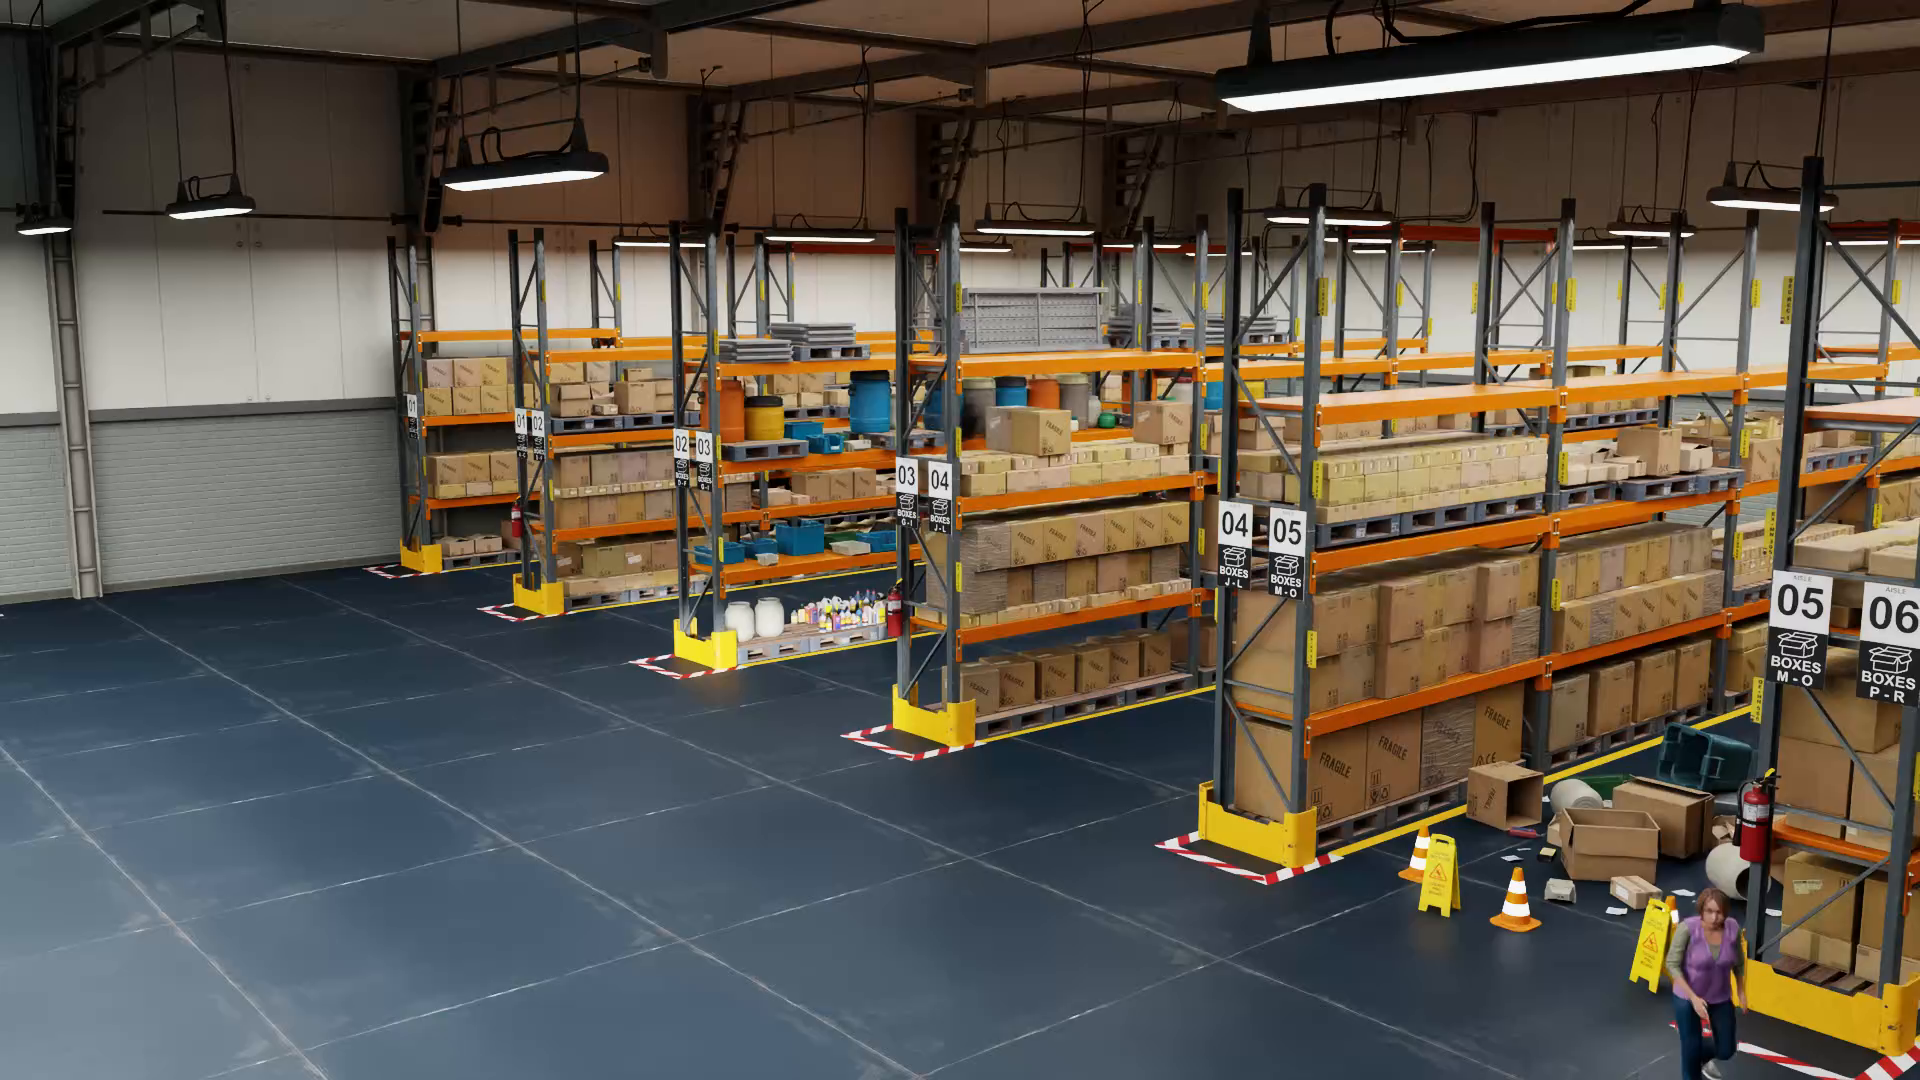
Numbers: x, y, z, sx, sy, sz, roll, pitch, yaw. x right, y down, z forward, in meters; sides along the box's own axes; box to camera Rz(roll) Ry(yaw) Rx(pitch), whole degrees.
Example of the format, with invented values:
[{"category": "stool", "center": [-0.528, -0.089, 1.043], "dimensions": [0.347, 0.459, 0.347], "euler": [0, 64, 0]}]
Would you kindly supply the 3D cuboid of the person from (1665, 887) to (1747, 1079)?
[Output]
[{"category": "person", "center": [4.646, 2.842, 10.405], "dimensions": [0.522, 1.518, 0.689], "euler": [1, 9, 7]}]
